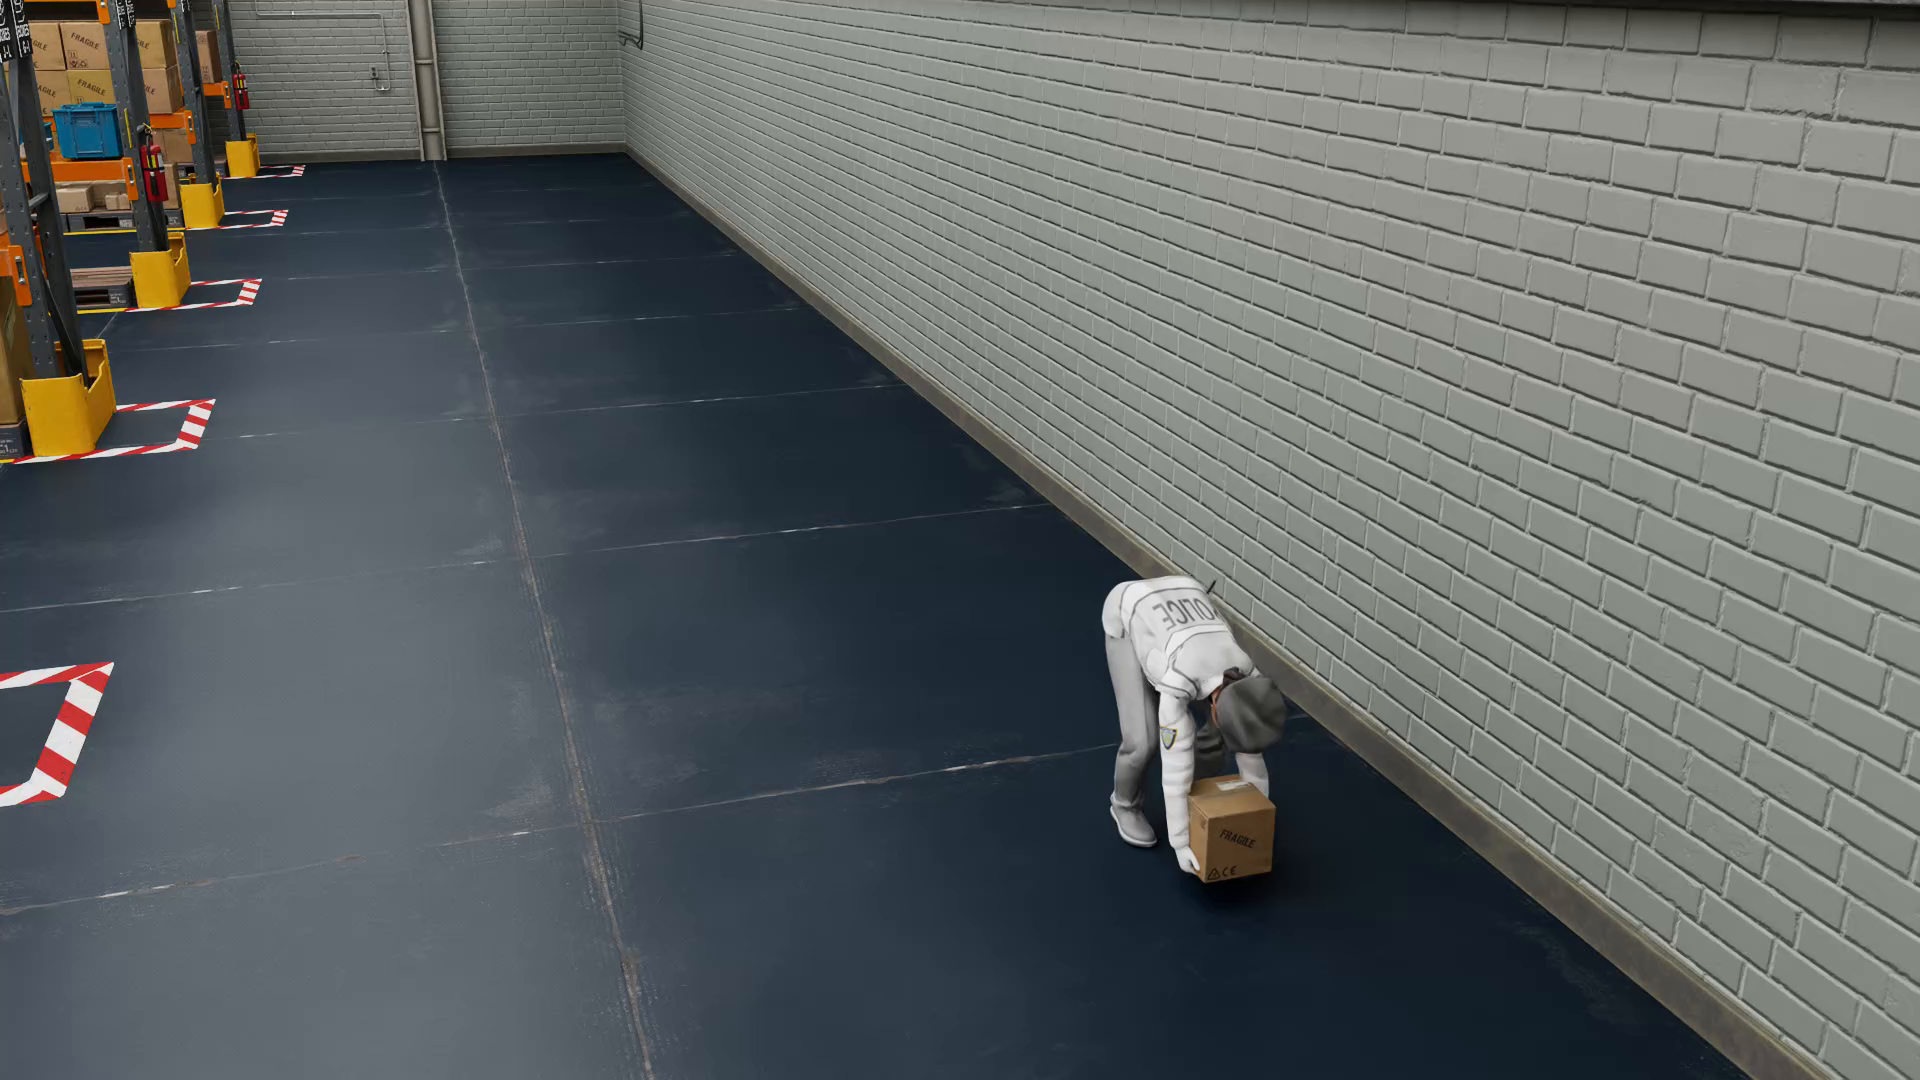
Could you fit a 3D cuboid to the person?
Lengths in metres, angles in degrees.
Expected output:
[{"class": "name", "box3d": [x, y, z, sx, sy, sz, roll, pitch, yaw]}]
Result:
[{"class": "person", "box3d": [0.796, 0.656, 5.783, 0.437, 0.947, 0.891, -7, 21, -20]}]
